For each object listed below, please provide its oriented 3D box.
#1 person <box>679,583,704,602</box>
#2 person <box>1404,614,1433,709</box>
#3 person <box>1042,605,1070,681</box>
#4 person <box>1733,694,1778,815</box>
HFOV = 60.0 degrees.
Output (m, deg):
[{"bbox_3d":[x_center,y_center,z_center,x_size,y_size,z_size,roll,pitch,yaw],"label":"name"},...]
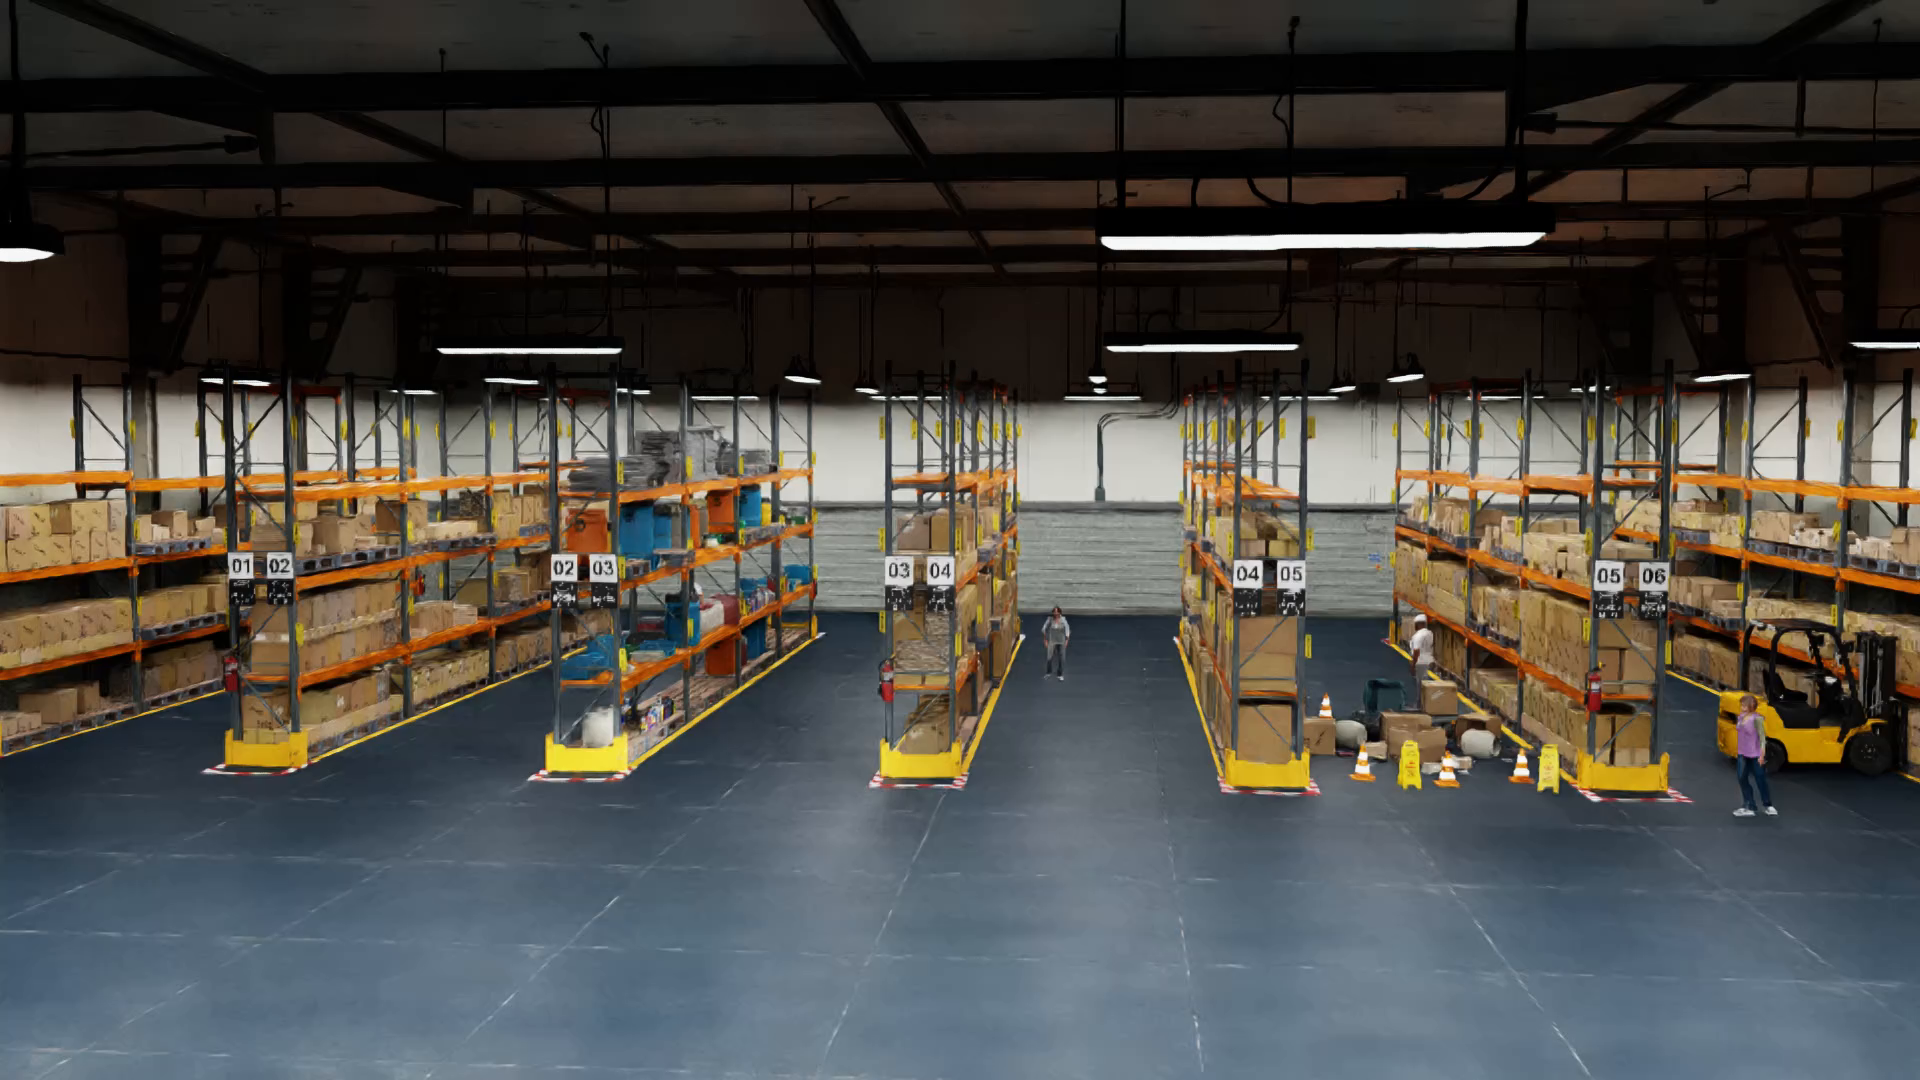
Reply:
[{"bbox_3d":[-6.430,1.597,39.691,0.625,1.611,0.575,0,4,3],"label":"person"},{"bbox_3d":[8.097,2.179,29.326,0.579,1.763,0.676,2,4,31],"label":"person"},{"bbox_3d":[1.921,2.053,33.242,0.566,1.541,0.519,0,4,2],"label":"person"},{"bbox_3d":[10.350,2.794,21.629,0.483,1.587,0.513,-1,4,-21],"label":"person"}]
